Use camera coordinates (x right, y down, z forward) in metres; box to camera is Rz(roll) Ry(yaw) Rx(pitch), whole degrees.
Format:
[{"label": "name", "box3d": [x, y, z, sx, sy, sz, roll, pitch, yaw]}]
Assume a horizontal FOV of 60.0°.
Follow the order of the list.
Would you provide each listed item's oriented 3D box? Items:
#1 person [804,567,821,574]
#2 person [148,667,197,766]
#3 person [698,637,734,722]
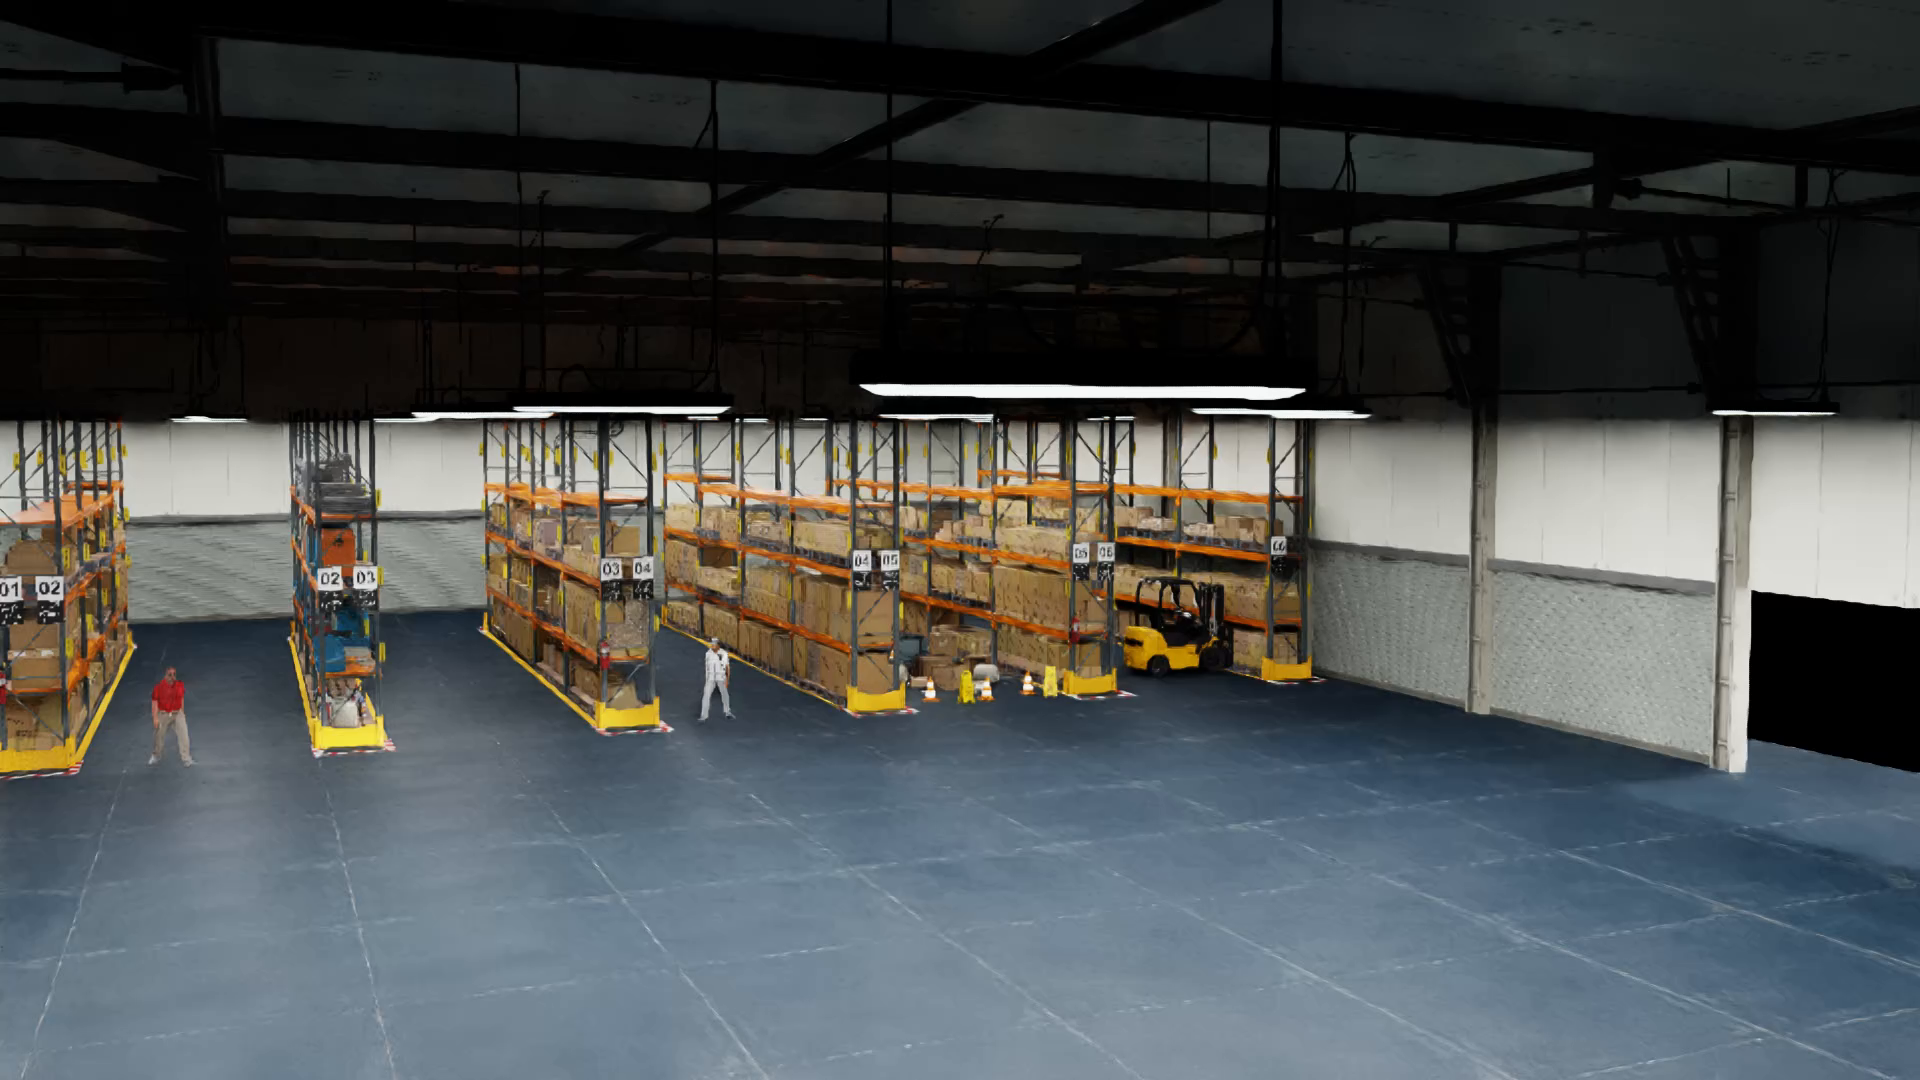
[{"label": "person", "box3d": [-4.504, 1.263, 50.891, 0.687, 1.773, 0.454, 3, 5, 34]}, {"label": "person", "box3d": [-13.199, 2.943, 27.783, 0.975, 1.679, 0.586, 4, 6, 44]}, {"label": "person", "box3d": [-4.683, 2.663, 31.960, 0.597, 1.616, 0.892, 0, 4, 2]}]
